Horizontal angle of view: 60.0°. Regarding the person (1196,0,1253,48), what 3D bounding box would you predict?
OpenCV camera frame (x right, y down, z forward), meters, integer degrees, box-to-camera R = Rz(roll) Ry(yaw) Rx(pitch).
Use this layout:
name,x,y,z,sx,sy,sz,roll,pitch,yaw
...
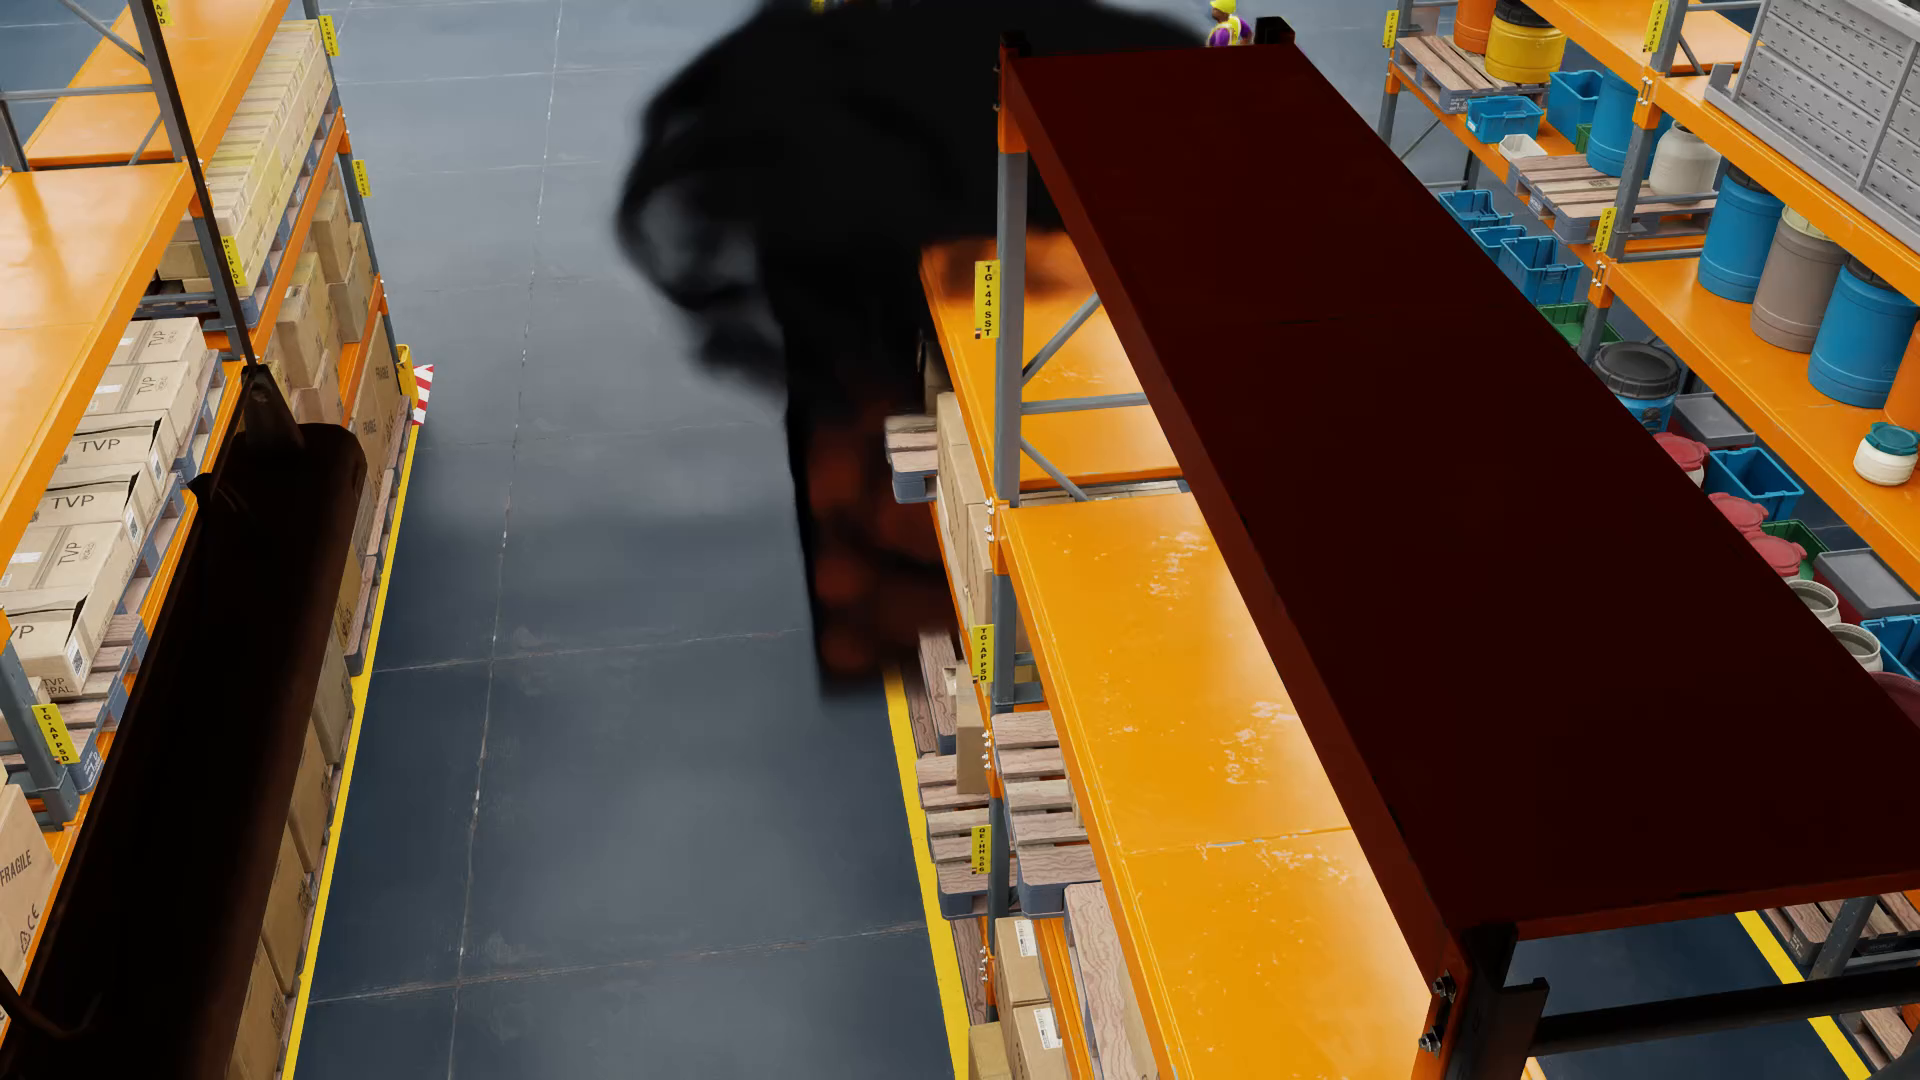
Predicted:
name,x,y,z,sx,sy,sz,roll,pitch,yaw
person,3.082,-5.406,19.357,1.067,1.816,0.663,8,37,11
